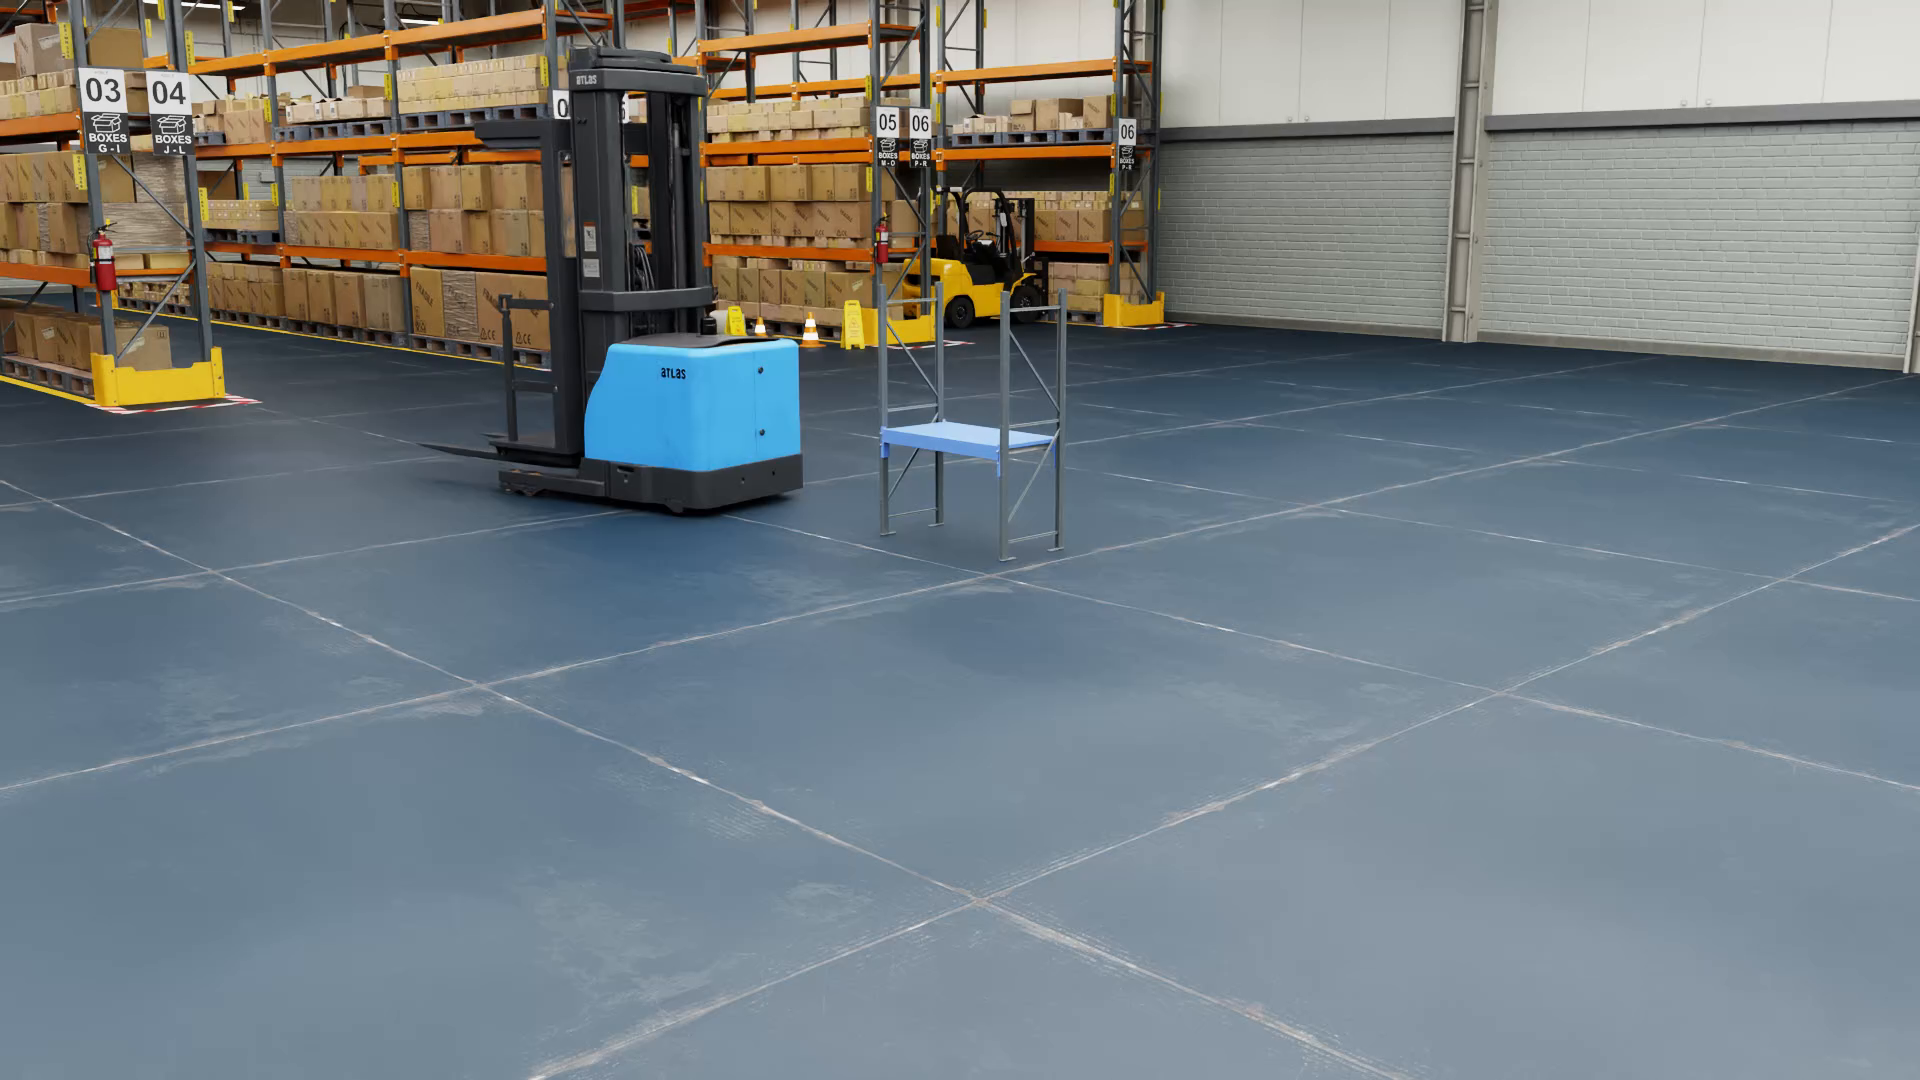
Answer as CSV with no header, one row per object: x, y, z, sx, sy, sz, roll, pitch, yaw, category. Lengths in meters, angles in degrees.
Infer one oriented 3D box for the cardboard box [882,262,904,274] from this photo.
-0.886,-4.751,30.384,0.875,0.625,0.625,-11,16,-43,cardboard box

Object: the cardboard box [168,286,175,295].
-13.451,-4.322,28.742,0.250,0.149,0.380,11,16,43,cardboard box

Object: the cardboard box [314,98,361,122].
-8.806,-6.103,23.598,0.500,0.311,0.500,-11,16,-44,cardboard box

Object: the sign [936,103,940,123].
-0.373,-7.319,28.509,0.100,0.325,0.005,-11,16,-43,sign

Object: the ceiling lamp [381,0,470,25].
-11.809,-13.135,36.900,2.000,3.185,0.800,-11,16,-43,ceiling lamp

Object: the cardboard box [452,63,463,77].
-6.029,-5.792,20.515,0.380,0.149,0.250,-11,16,-43,cardboard box

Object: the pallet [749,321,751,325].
-4.113,-3.575,26.742,1.003,0.211,1.213,-11,16,-43,pallet

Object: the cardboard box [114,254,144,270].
-8.326,-2.753,16.461,0.380,0.149,0.250,-11,16,-43,cardboard box

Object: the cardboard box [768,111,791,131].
-2.419,-6.044,24.017,0.500,0.250,0.500,-11,16,-42,cardboard box

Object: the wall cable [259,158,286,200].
-15.772,-7.912,38.283,0.585,1.953,0.123,-11,16,-43,wall cable

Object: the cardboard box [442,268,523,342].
-6.076,-3.056,21.534,0.875,0.875,0.875,-11,16,-42,cardboard box

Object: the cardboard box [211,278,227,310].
-11.924,-4.050,27.291,0.500,0.500,0.500,-10,15,-40,cardboard box

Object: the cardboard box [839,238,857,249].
-1.480,-4.167,23.327,0.380,0.149,0.250,-11,16,-43,cardboard box

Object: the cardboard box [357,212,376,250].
-7.987,-4.285,23.027,0.500,0.500,0.500,-11,16,-43,cardboard box

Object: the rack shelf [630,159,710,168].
-6.893,-8.096,36.124,1.077,0.370,4.000,-11,16,-43,rack shelf

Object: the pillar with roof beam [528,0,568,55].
-12.598,-10.129,36.773,9.100,9.000,0.548,-11,16,-43,pillar with roof beam

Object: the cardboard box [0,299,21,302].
-12.238,-2.766,21.006,0.700,0.500,0.500,-9,15,-38,cardboard box

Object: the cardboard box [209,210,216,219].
-11.760,-5.207,26.594,0.380,0.149,0.250,-11,16,-43,cardboard box

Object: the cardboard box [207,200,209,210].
-11.950,-5.391,26.754,0.380,0.149,0.250,-11,16,-43,cardboard box

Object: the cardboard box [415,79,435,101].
-6.600,-5.735,21.228,0.500,0.250,0.500,-11,16,-43,cardboard box

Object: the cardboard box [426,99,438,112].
-6.555,-5.513,21.135,0.380,0.149,0.250,-11,16,-43,cardboard box

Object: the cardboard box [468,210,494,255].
-5.699,-3.909,21.078,0.875,0.550,0.500,-11,16,-43,cardboard box

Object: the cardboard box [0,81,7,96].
-10.014,-4.794,17.699,0.380,0.149,0.250,-11,16,-44,cardboard box

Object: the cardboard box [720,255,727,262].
-4.679,-5.752,33.942,0.380,0.149,0.250,-11,16,-43,cardboard box

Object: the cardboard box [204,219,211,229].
-11.956,-5.101,26.819,0.250,0.149,0.380,11,16,43,cardboard box

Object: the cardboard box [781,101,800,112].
-2.343,-6.208,23.822,0.380,0.149,0.250,-10,16,-41,cardboard box

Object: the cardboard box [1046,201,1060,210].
1.619,-5.464,27.144,0.250,0.149,0.380,11,16,43,cardboard box

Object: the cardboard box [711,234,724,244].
-3.589,-4.614,25.495,0.380,0.149,0.250,-11,16,-43,cardboard box

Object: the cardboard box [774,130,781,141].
-2.471,-5.868,24.151,0.380,0.149,0.250,-11,16,-42,cardboard box

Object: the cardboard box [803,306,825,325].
-1.917,-3.260,24.075,0.500,0.250,0.500,-11,16,-42,cardboard box

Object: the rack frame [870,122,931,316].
-0.812,-4.244,23.077,1.000,3.000,0.127,-11,16,-43,rack frame

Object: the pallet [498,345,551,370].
-4.931,-2.279,20.452,1.003,0.211,1.213,-11,16,-43,pallet

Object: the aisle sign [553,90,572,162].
-4.491,-4.760,19.141,0.394,0.787,0.004,-11,16,-43,aisle sign

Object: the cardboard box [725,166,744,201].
-3.091,-5.340,24.934,0.700,0.500,0.500,-11,16,-42,cardboard box

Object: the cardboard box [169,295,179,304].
-13.475,-4.189,28.834,0.250,0.149,0.380,11,16,43,cardboard box

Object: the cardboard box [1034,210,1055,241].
1.540,-5.172,27.334,0.500,0.500,0.500,-11,16,-44,cardboard box

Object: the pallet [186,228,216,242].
-12.187,-5.065,27.537,1.003,0.211,1.213,-11,16,-43,pallet

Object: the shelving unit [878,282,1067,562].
0.059,-0.722,9.700,0.538,1.500,1.048,-11,16,-43,shelving unit

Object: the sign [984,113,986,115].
0.413,-7.359,29.284,0.100,0.325,0.005,-11,16,-43,sign

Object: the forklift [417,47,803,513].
-2.567,-1.811,11.440,3.031,2.935,1.130,8,14,34,forklift

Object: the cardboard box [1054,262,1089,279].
1.875,-4.382,27.044,0.500,0.250,0.500,-11,16,-42,cardboard box

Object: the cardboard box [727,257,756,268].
-3.319,-4.221,25.274,0.380,0.149,0.250,-11,16,-42,cardboard box

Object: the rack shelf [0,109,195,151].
-9.361,-4.272,17.560,1.077,0.370,4.000,-11,16,-43,rack shelf

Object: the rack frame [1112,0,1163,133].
2.775,-7.874,25.831,1.000,3.000,0.127,-11,16,-43,rack frame

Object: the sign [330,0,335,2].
-9.448,-8.258,24.986,0.100,0.325,0.005,-11,16,-43,sign

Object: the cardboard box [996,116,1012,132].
0.818,-6.919,27.672,0.258,0.266,0.396,11,16,44,cardboard box

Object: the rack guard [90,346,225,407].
-8.032,-1.650,16.680,1.175,0.500,0.348,-11,16,-43,rack guard

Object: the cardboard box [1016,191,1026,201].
1.150,-5.733,27.714,0.380,0.149,0.250,-11,16,-42,cardboard box

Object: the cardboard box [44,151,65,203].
-8.888,-3.665,16.805,0.500,0.500,0.500,-11,16,-43,cardboard box
